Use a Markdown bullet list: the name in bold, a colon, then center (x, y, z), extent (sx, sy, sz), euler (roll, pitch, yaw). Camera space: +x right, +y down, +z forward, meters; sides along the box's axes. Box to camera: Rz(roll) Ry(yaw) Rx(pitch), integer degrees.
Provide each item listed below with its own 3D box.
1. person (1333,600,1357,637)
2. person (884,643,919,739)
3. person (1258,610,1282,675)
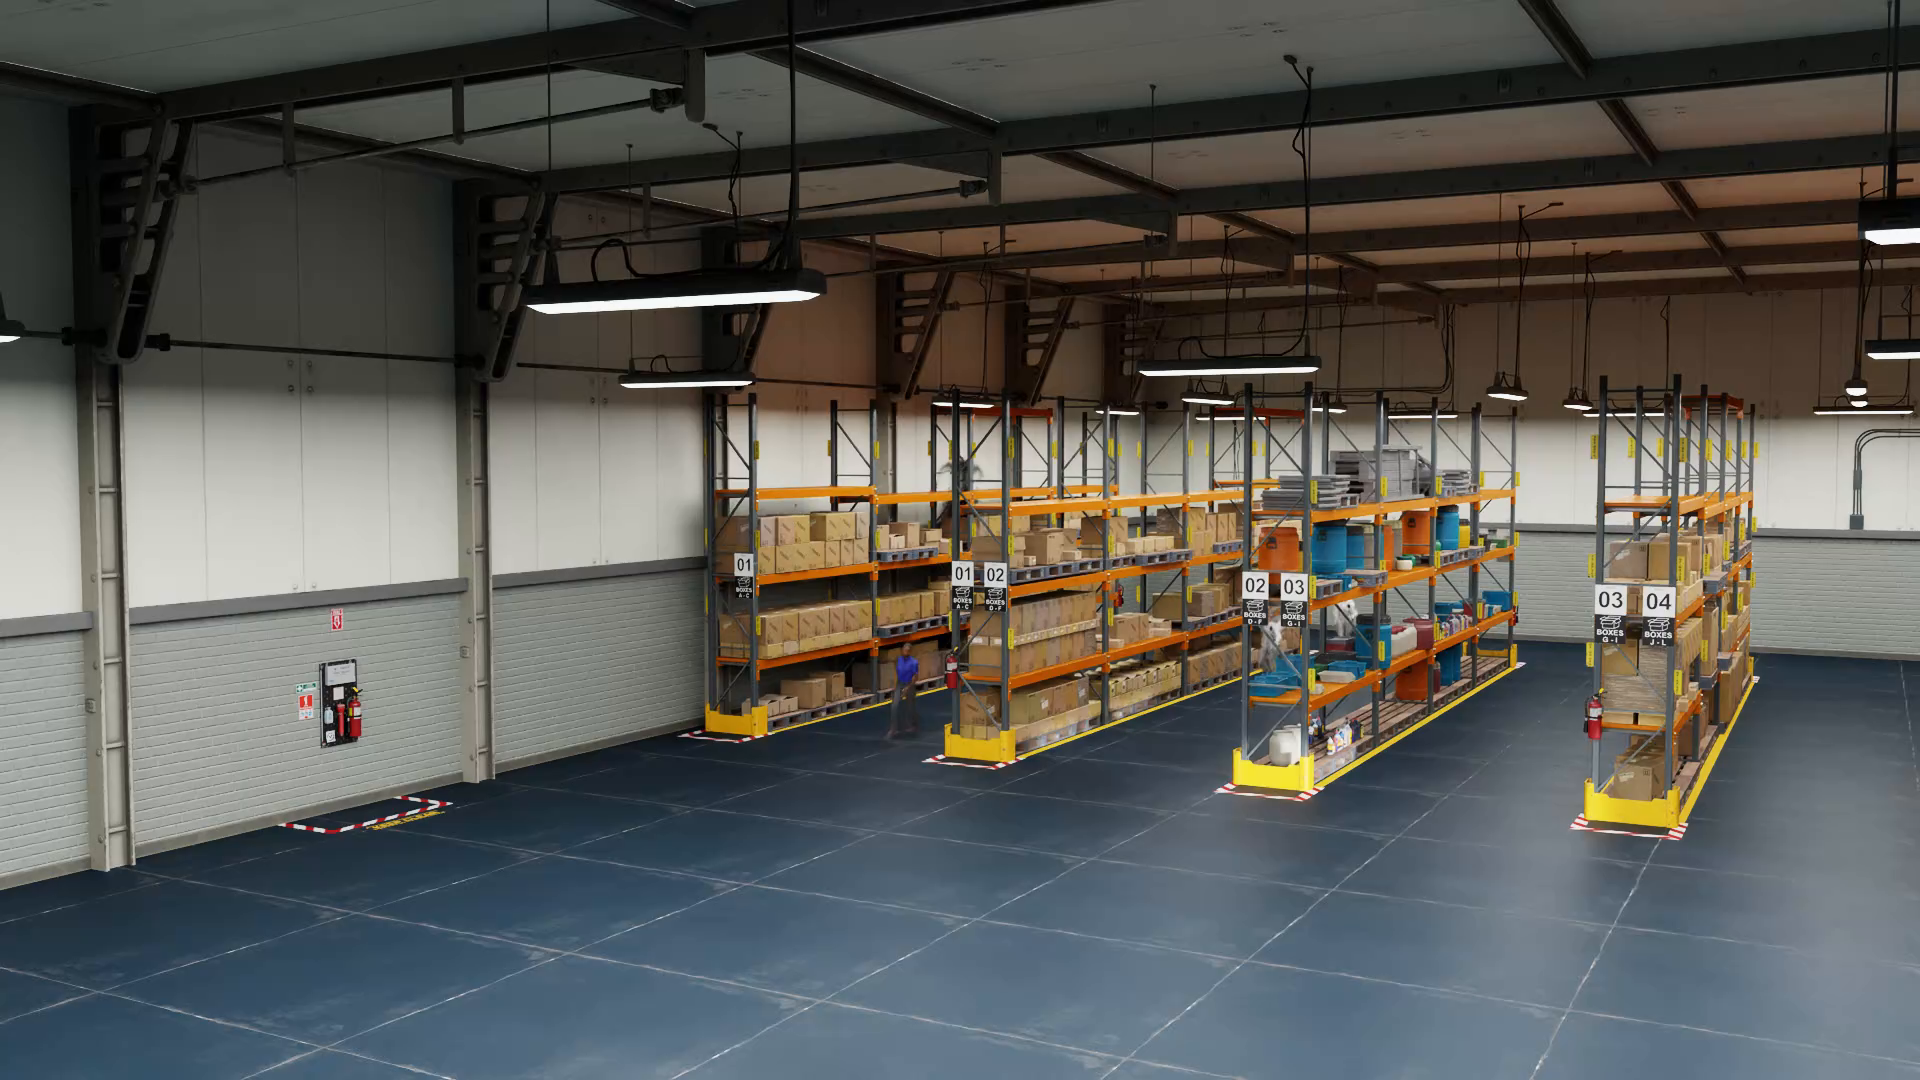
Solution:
- **person**: center (9.252, 2.011, 39.974), extent (0.587, 1.681, 0.906), euler (1, 3, 15)
- **person**: center (-0.949, 2.605, 28.982), extent (0.551, 1.644, 0.800), euler (1, 3, 24)
- **person**: center (6.525, 2.285, 35.181), extent (0.585, 1.623, 0.733), euler (2, 4, 36)
